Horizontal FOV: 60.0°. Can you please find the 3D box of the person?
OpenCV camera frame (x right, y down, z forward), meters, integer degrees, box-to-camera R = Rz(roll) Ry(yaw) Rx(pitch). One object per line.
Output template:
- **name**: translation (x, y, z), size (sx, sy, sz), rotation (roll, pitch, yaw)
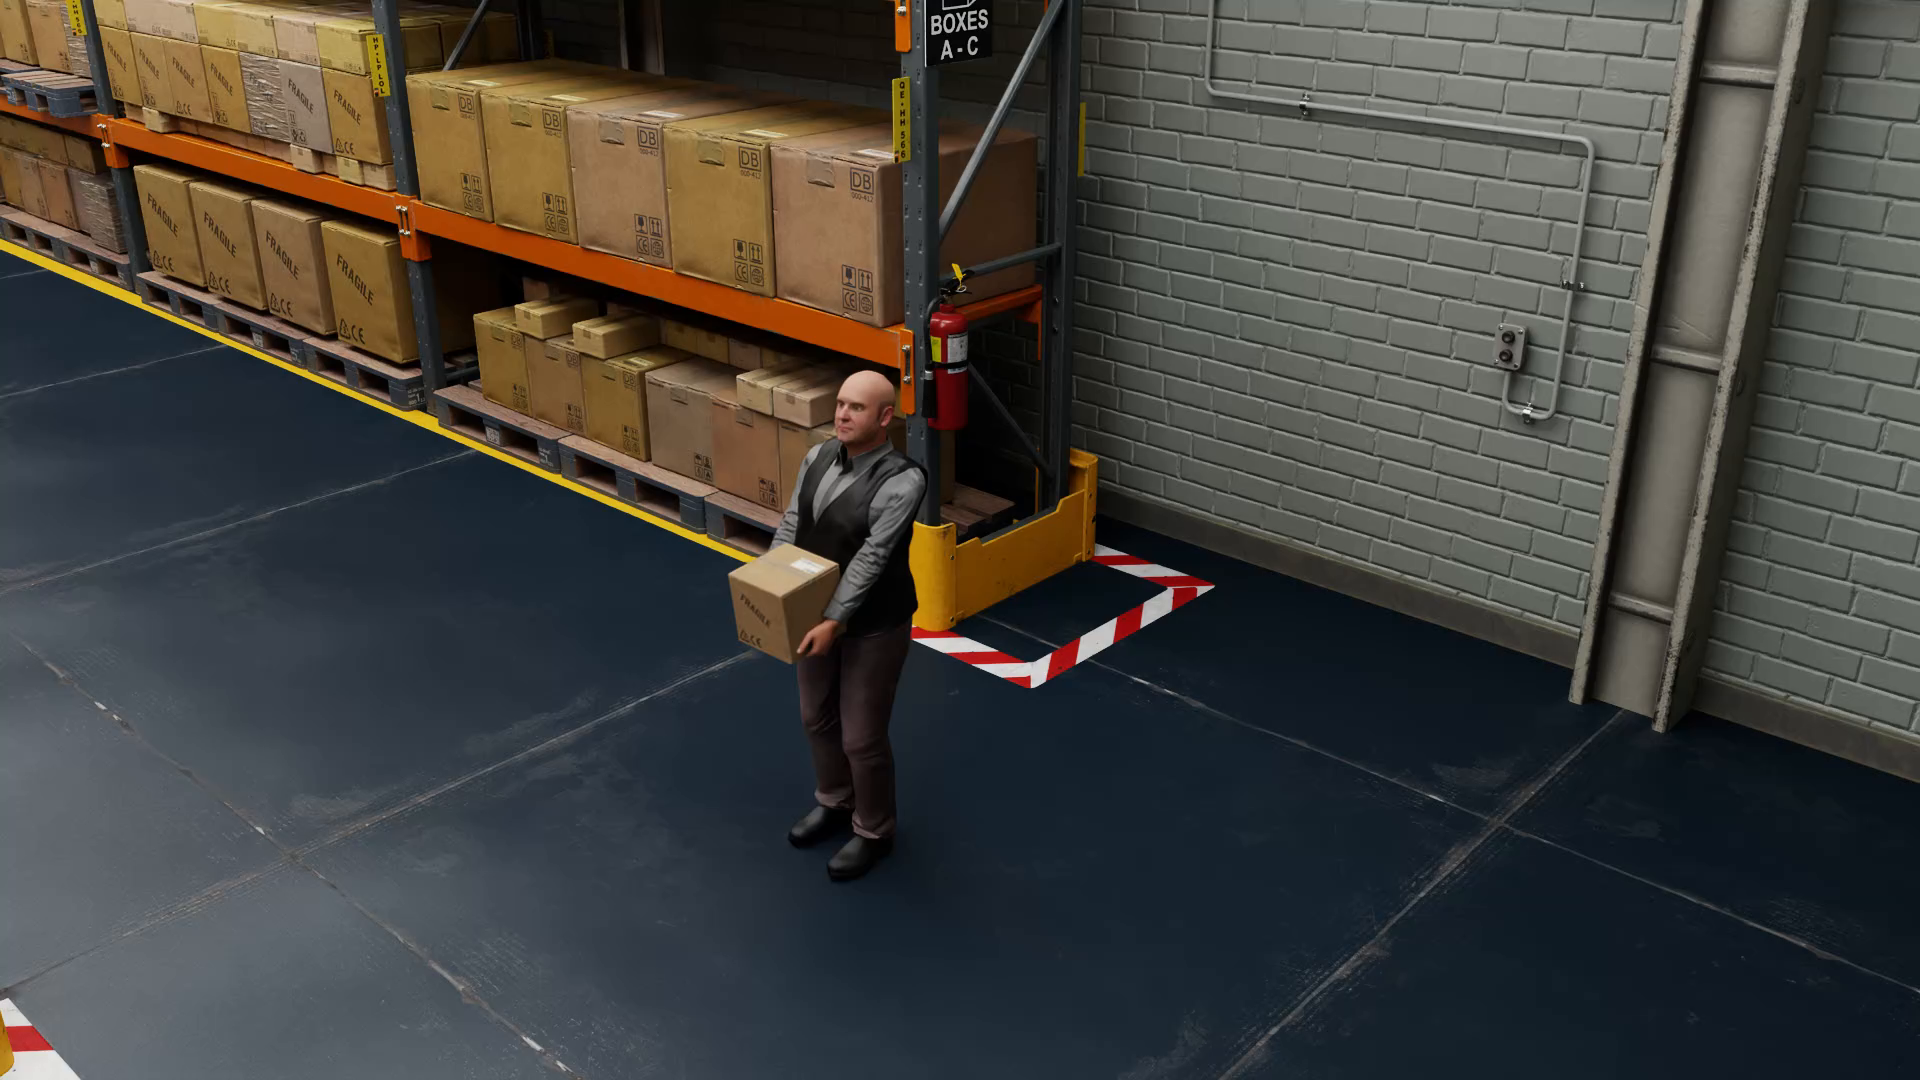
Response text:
- **person**: translation (-0.404, 0.299, 5.463), size (0.494, 1.711, 0.551), rotation (20, 31, 38)
